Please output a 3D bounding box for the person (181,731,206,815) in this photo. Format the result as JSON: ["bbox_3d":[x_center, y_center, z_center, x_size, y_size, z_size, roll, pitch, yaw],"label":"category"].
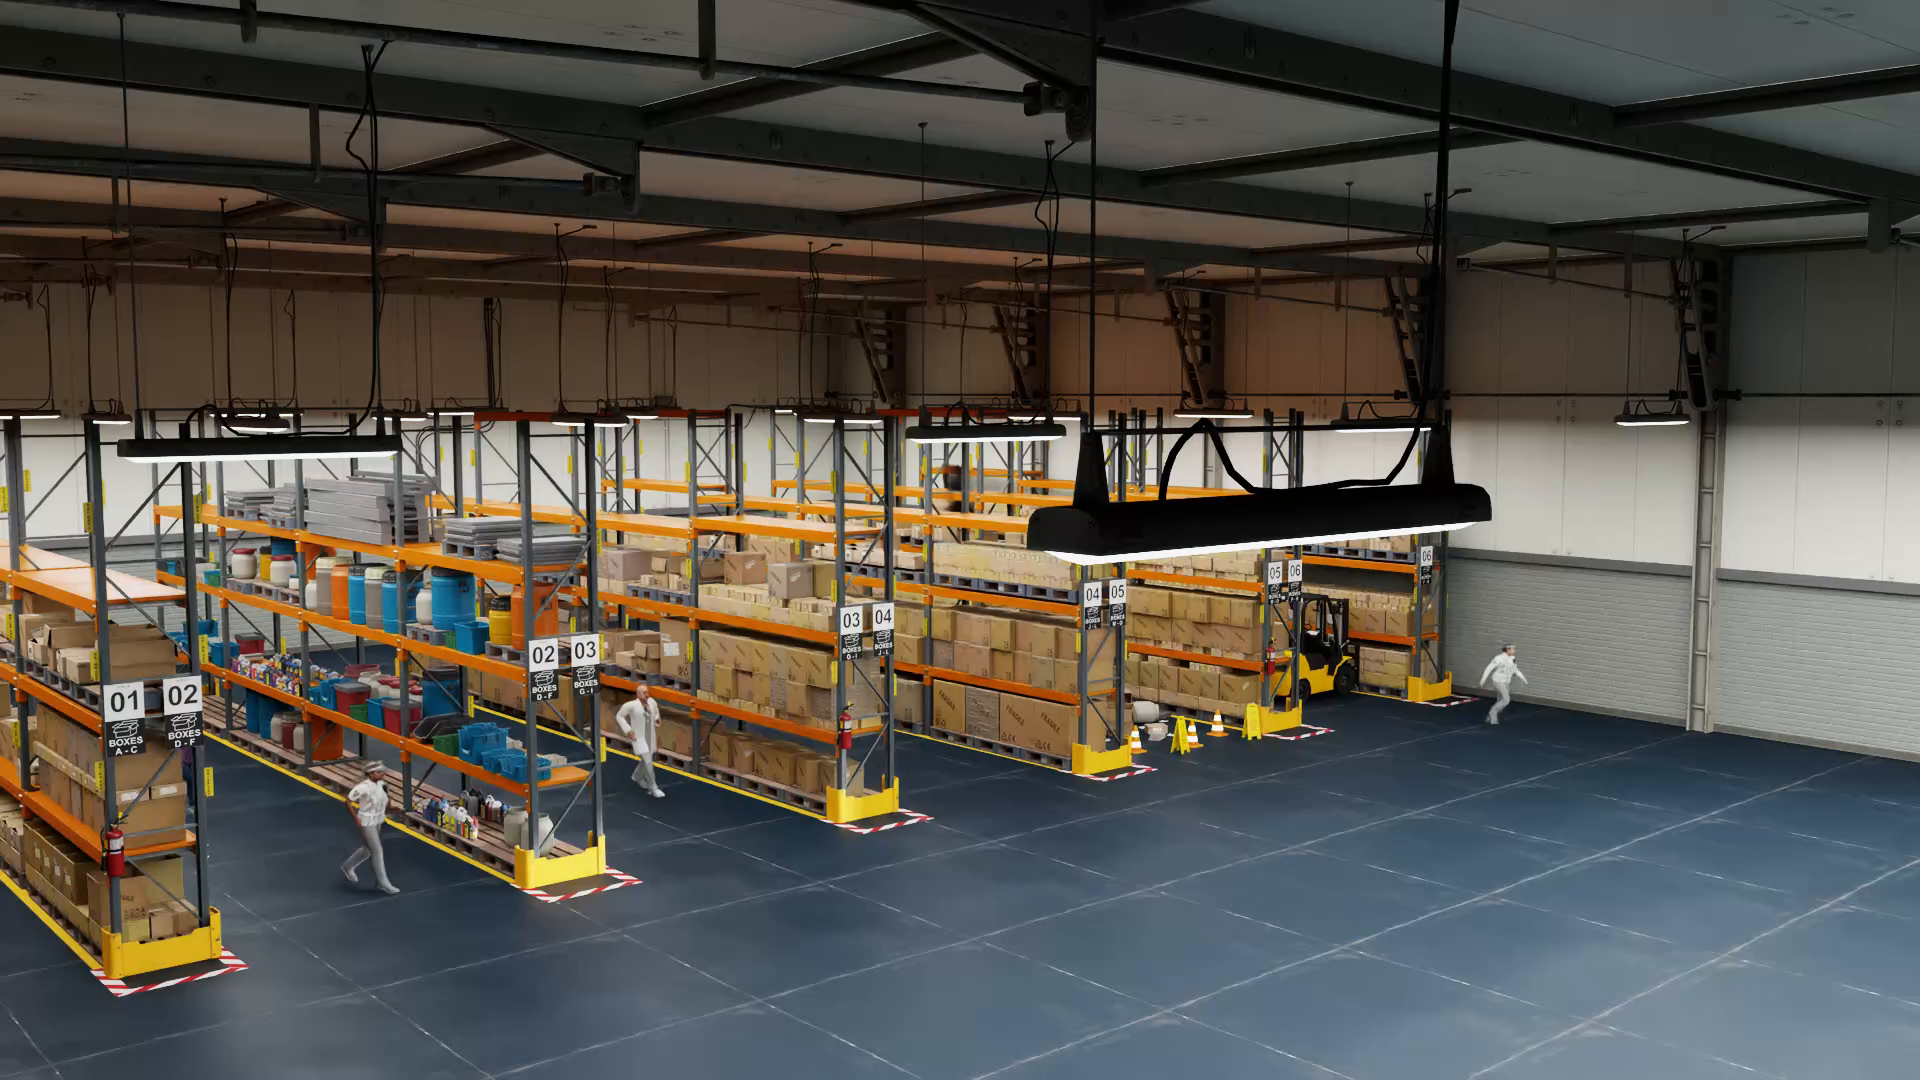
[{"bbox_3d":[-11.765,3.394,25.140,0.908,1.541,0.586,3,6,32],"label":"person"}]

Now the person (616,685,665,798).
[{"bbox_3d":[-5.019,3.182,26.185,0.944,1.663,0.706,4,7,40],"label":"person"}]

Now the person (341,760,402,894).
[{"bbox_3d":[-7.560,3.631,21.215,0.929,1.681,0.545,1,5,15],"label":"person"}]

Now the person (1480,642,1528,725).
[{"bbox_3d":[10.396,2.733,31.688,0.590,1.622,0.754,-4,6,-39],"label":"person"}]
